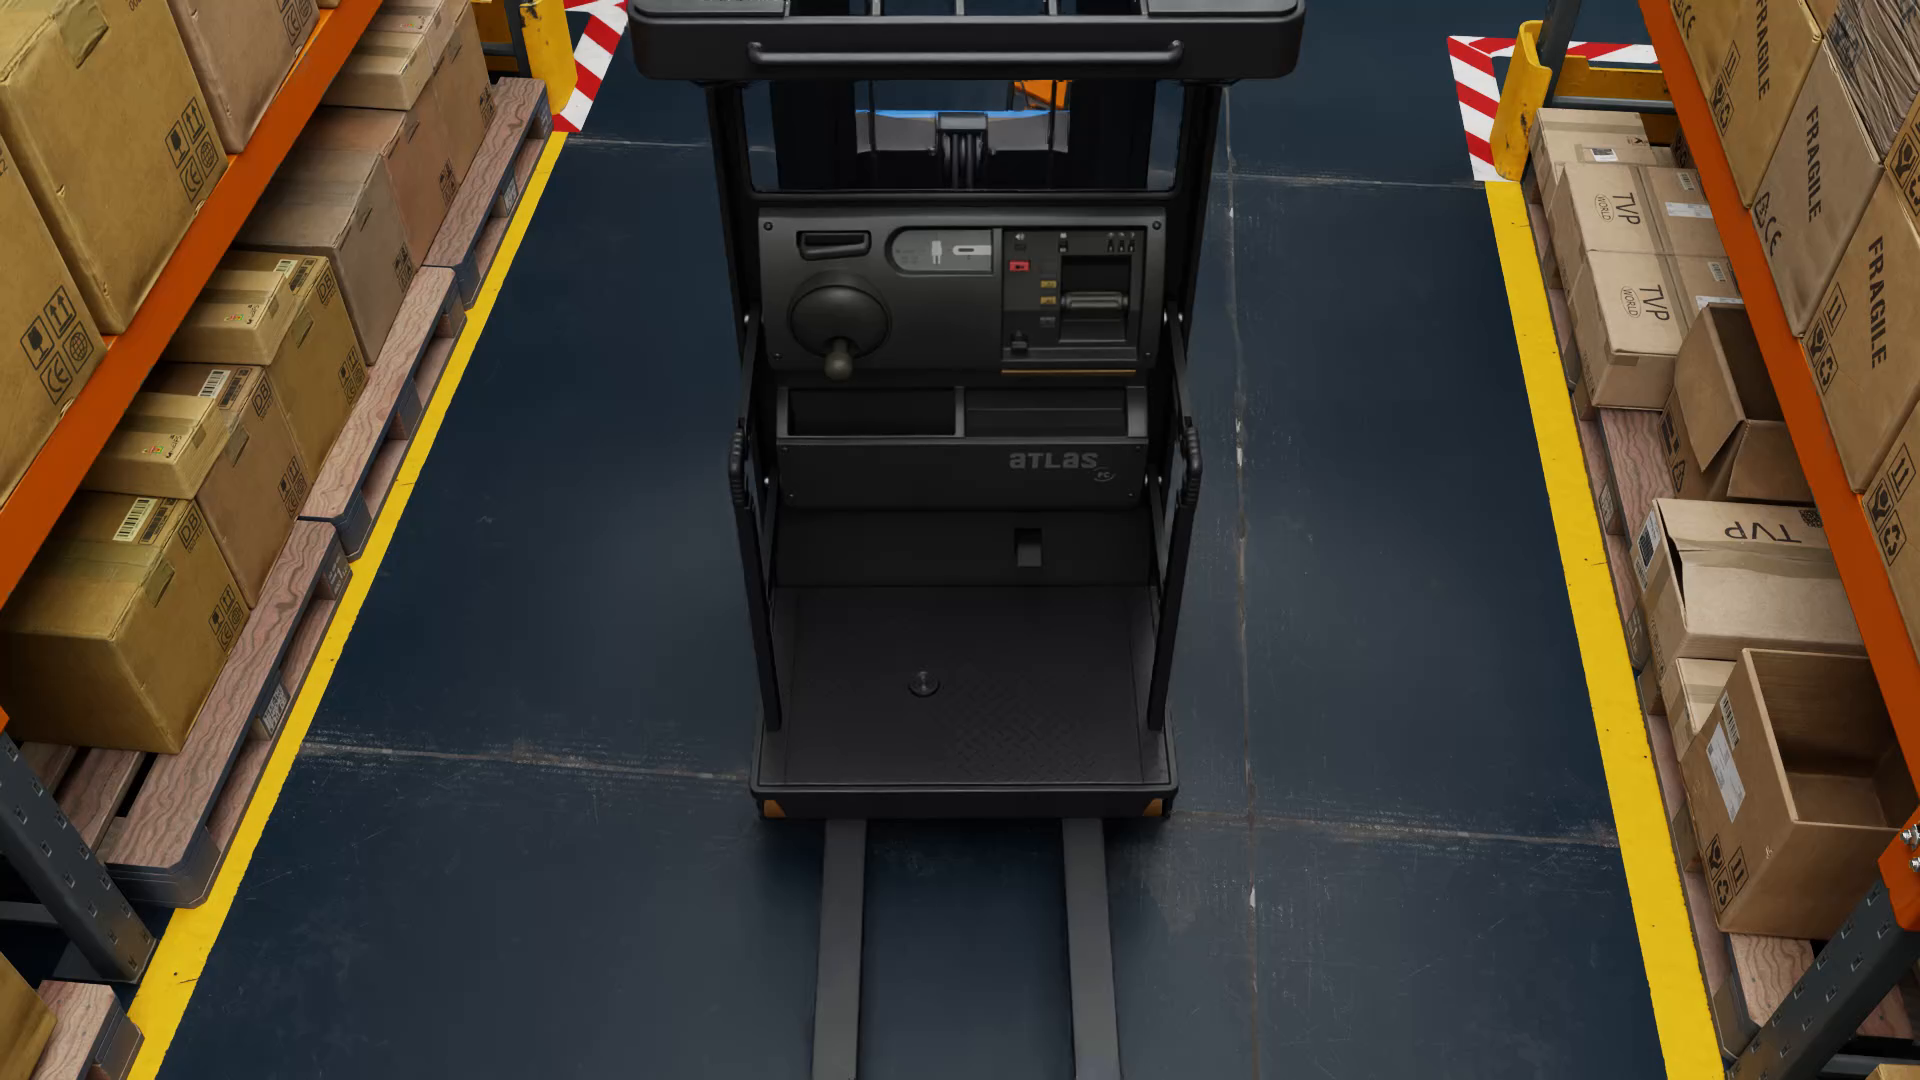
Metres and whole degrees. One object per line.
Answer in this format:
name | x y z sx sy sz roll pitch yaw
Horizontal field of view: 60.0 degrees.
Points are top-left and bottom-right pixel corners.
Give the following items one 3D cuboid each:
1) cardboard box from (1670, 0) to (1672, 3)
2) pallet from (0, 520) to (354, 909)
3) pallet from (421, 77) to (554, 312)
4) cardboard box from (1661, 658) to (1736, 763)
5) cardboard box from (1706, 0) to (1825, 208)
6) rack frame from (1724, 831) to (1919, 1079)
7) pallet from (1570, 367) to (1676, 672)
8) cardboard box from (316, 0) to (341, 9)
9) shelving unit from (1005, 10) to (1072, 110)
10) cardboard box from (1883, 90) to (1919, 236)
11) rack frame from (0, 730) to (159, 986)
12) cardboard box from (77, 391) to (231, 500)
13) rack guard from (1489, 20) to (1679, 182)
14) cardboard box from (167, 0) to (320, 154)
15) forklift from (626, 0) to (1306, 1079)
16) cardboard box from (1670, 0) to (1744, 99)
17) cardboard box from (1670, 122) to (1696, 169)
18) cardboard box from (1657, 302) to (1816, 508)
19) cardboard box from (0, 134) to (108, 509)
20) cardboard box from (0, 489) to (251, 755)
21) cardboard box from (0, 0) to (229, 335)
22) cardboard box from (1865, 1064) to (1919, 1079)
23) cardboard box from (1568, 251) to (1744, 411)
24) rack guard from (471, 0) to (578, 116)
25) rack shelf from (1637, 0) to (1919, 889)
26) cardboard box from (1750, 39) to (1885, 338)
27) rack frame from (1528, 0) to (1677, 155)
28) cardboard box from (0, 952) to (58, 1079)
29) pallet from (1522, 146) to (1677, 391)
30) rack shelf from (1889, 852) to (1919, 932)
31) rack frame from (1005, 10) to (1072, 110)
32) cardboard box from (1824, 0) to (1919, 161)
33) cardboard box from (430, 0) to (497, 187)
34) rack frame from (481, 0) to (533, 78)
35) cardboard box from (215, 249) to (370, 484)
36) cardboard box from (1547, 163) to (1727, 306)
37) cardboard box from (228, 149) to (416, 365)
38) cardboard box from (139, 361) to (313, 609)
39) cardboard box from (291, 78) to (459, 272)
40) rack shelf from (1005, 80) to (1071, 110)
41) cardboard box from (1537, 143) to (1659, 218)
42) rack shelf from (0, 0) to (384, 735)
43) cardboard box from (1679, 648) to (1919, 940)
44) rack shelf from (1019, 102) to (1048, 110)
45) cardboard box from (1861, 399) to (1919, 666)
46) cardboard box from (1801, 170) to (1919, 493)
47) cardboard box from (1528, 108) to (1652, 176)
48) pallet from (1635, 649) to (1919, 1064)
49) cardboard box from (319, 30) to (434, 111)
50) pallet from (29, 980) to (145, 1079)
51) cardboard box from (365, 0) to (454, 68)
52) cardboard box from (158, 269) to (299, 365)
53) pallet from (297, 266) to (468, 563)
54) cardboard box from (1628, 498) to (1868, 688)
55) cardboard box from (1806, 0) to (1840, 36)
cardboard box | 2.378 -1.916 4.902 0.500 0.500 0.500 3 48 3
pallet | -2.428 0.427 4.717 1.003 0.211 1.213 4 48 4
pallet | -2.206 -1.366 6.357 1.003 0.211 1.213 4 48 4
cardboard box | 2.102 0.466 4.425 0.380 0.149 0.250 4 48 4
cardboard box | 2.282 -1.180 4.229 0.500 0.500 0.500 4 48 4
rack frame | 2.358 0.369 2.879 1.000 3.000 0.127 4 48 4
pallet | 2.530 -0.093 5.192 1.003 0.211 1.213 4 48 4
cardboard box | -2.302 -2.091 4.926 0.980 0.700 0.700 4 48 3
shelving unit | 0.276 -1.166 5.493 0.258 1.200 0.189 33 48 26
cardboard box | 2.190 -0.767 3.174 0.500 0.500 0.500 3 48 3
rack frame | -2.575 0.039 3.182 1.000 3.000 0.127 4 48 4
cardboard box | -2.192 -0.260 4.425 0.380 0.149 0.250 5 48 5
rack guard | 2.716 -1.670 6.439 1.175 0.500 0.348 4 48 4
cardboard box | -2.381 -1.531 4.414 0.980 0.700 0.700 2 48 2
forklift | 0.009 -0.467 3.691 1.130 2.935 3.031 0 48 0
cardboard box | 2.329 -1.547 4.565 0.500 0.500 0.500 4 48 3
cardboard box | 2.918 -1.459 5.947 0.500 0.500 0.500 4 48 4
cardboard box | 2.524 -0.317 4.901 0.797 0.503 0.637 4 48 4
cardboard box | -2.510 -0.460 3.434 0.980 0.700 0.700 5 48 4
cardboard box | -2.405 0.198 4.445 0.700 0.500 0.500 4 48 4
cardboard box | -2.438 -0.996 3.925 0.980 0.700 0.700 3 48 3
cardboard box | 2.071 1.404 3.329 0.500 0.500 0.500 2 48 2
cardboard box | 2.299 -0.675 5.400 0.500 0.250 0.500 4 48 4
rack guard | -2.209 -2.074 6.808 1.175 0.500 0.348 4 48 4
rack shelf | 2.540 -0.858 4.489 1.077 0.370 4.000 4 48 4
cardboard box | 2.238 -0.806 3.886 0.500 0.500 0.500 5 48 4
rack frame | 2.723 -2.570 5.568 1.000 3.000 0.127 4 48 4
cardboard box | -2.505 1.109 3.375 0.750 0.750 0.750 4 48 4
pallet | 2.644 -0.987 6.010 1.003 0.211 1.213 4 48 4
rack shelf | 2.176 2.082 1.801 1.077 0.370 4.000 4 48 4
rack frame | 0.217 -1.123 5.438 0.240 1.200 0.006 33 48 26
cardboard box | 2.236 -1.138 3.512 0.500 0.500 0.500 4 48 4
cardboard box | -2.175 -1.677 6.161 0.700 0.500 0.500 4 48 4
rack frame | -2.211 -2.900 5.870 1.000 3.000 0.127 4 48 4
cardboard box | -2.307 -0.548 5.128 0.700 0.500 0.500 5 48 4
cardboard box | 2.345 -1.043 5.736 0.500 0.250 0.500 4 48 4
cardboard box | -2.266 -0.940 5.486 0.700 0.500 0.500 2 48 2
cardboard box | -2.356 -0.171 4.783 0.700 0.500 0.500 3 48 3
cardboard box | -2.220 -1.310 5.824 0.700 0.500 0.500 4 48 3
rack shelf | 0.301 -1.399 5.281 0.258 0.103 0.180 33 48 26
cardboard box | 2.319 -1.294 6.023 0.380 0.166 0.250 4 48 4
rack shelf | -2.393 -1.188 4.791 1.077 0.370 4.000 4 48 4
cardboard box | 2.128 0.627 4.040 0.500 0.500 0.500 4 48 4
rack shelf | 0.291 -1.310 5.362 0.258 0.103 0.180 33 48 26
cardboard box | 2.148 -0.049 3.194 0.500 0.500 0.500 5 48 4
cardboard box | 2.194 -0.428 3.541 0.500 0.500 0.500 5 48 5
cardboard box | 2.342 -1.472 6.197 0.380 0.149 0.250 4 48 4
pallet | 2.422 0.806 4.370 1.003 0.211 1.213 4 48 4
cardboard box | -2.028 -1.602 5.652 0.380 0.149 0.250 5 48 5
pallet | -2.571 1.552 3.687 1.003 0.211 1.213 4 48 4
cardboard box | -2.005 -1.790 5.824 0.380 0.149 0.250 3 48 3
cardboard box | -2.145 -0.644 4.776 0.380 0.149 0.250 3 48 2
pallet | -2.319 -0.472 5.539 1.003 0.211 1.213 4 48 4
cardboard box | 2.196 0.139 4.614 0.500 0.311 0.500 4 48 4
cardboard box | 2.284 -1.508 3.851 0.500 0.500 0.500 3 48 3
